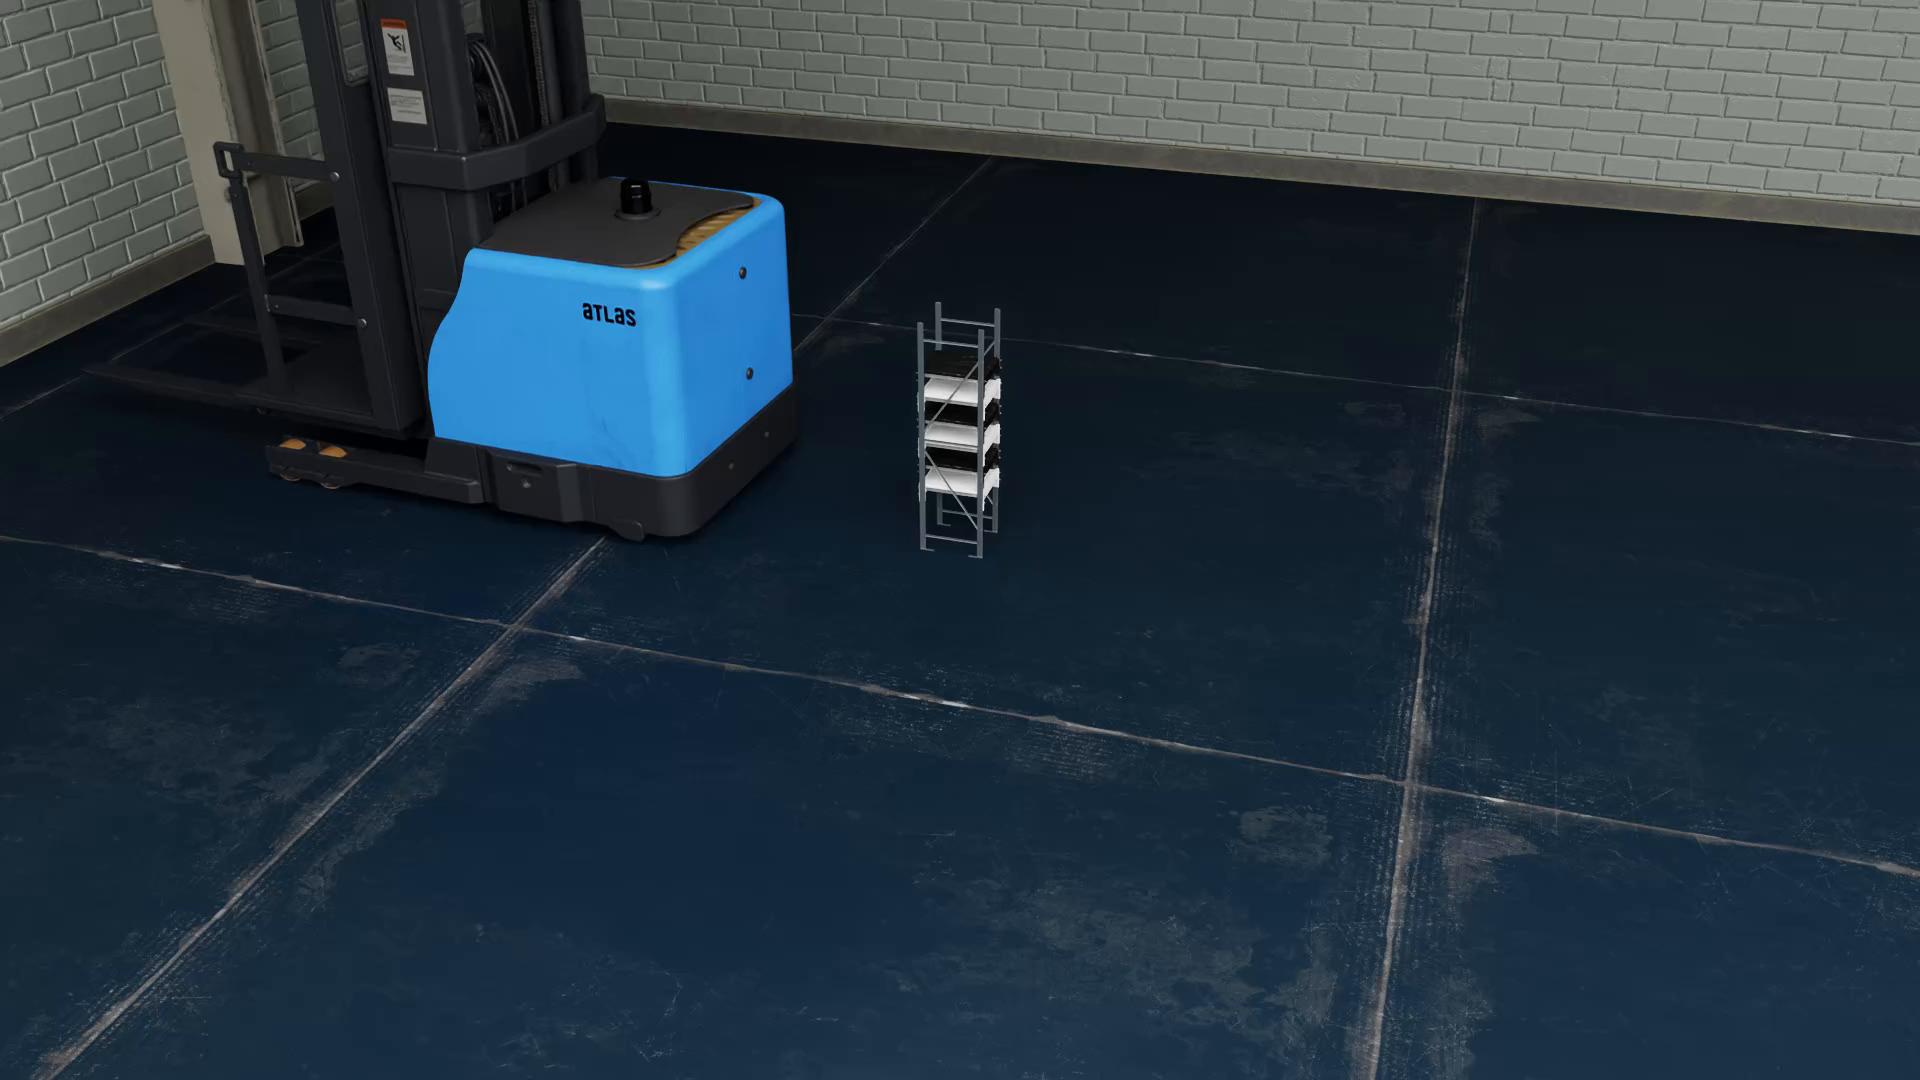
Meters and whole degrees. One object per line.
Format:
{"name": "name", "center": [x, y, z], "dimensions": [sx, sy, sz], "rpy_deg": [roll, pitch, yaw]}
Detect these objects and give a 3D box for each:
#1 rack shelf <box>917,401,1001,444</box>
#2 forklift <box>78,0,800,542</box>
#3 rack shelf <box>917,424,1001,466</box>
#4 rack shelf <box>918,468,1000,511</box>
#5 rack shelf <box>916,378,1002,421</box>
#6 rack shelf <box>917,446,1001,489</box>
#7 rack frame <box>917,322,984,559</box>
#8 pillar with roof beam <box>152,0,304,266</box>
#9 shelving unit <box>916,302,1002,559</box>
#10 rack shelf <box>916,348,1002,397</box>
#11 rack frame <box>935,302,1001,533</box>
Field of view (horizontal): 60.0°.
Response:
{"name": "rack shelf", "center": [-0.002, -0.439, 5.997], "dimensions": [0.258, 0.077, 0.200], "rpy_deg": [8, 30, 15]}
{"name": "forklift", "center": [-2.237, -1.711, 6.311], "dimensions": [3.031, 2.935, 1.130], "rpy_deg": [10, 31, 18]}
{"name": "rack shelf", "center": [-0.002, -0.360, 6.041], "dimensions": [0.258, 0.077, 0.200], "rpy_deg": [8, 30, 15]}
{"name": "rack shelf", "center": [-0.002, -0.203, 6.128], "dimensions": [0.258, 0.077, 0.200], "rpy_deg": [8, 30, 15]}
{"name": "rack shelf", "center": [-0.002, -0.518, 5.953], "dimensions": [0.258, 0.077, 0.200], "rpy_deg": [8, 30, 15]}
{"name": "rack shelf", "center": [-0.002, -0.282, 6.084], "dimensions": [0.258, 0.077, 0.200], "rpy_deg": [8, 30, 15]}
{"name": "rack frame", "center": [-0.032, -0.342, 5.940], "dimensions": [0.240, 0.900, 0.006], "rpy_deg": [8, 30, 15]}
{"name": "pillar with roof beam", "center": [0.289, -4.887, 5.778], "dimensions": [9.100, 9.000, 0.400], "rpy_deg": [8, 30, 15]}
{"name": "shelving unit", "center": [-0.002, -0.389, 6.024], "dimensions": [0.258, 0.900, 0.210], "rpy_deg": [8, 30, 15]}
{"name": "rack shelf", "center": [-0.002, -0.596, 5.909], "dimensions": [0.258, 0.077, 0.200], "rpy_deg": [8, 30, 15]}
{"name": "rack frame", "center": [0.027, -0.437, 6.109], "dimensions": [0.240, 0.900, 0.006], "rpy_deg": [8, 30, 15]}
